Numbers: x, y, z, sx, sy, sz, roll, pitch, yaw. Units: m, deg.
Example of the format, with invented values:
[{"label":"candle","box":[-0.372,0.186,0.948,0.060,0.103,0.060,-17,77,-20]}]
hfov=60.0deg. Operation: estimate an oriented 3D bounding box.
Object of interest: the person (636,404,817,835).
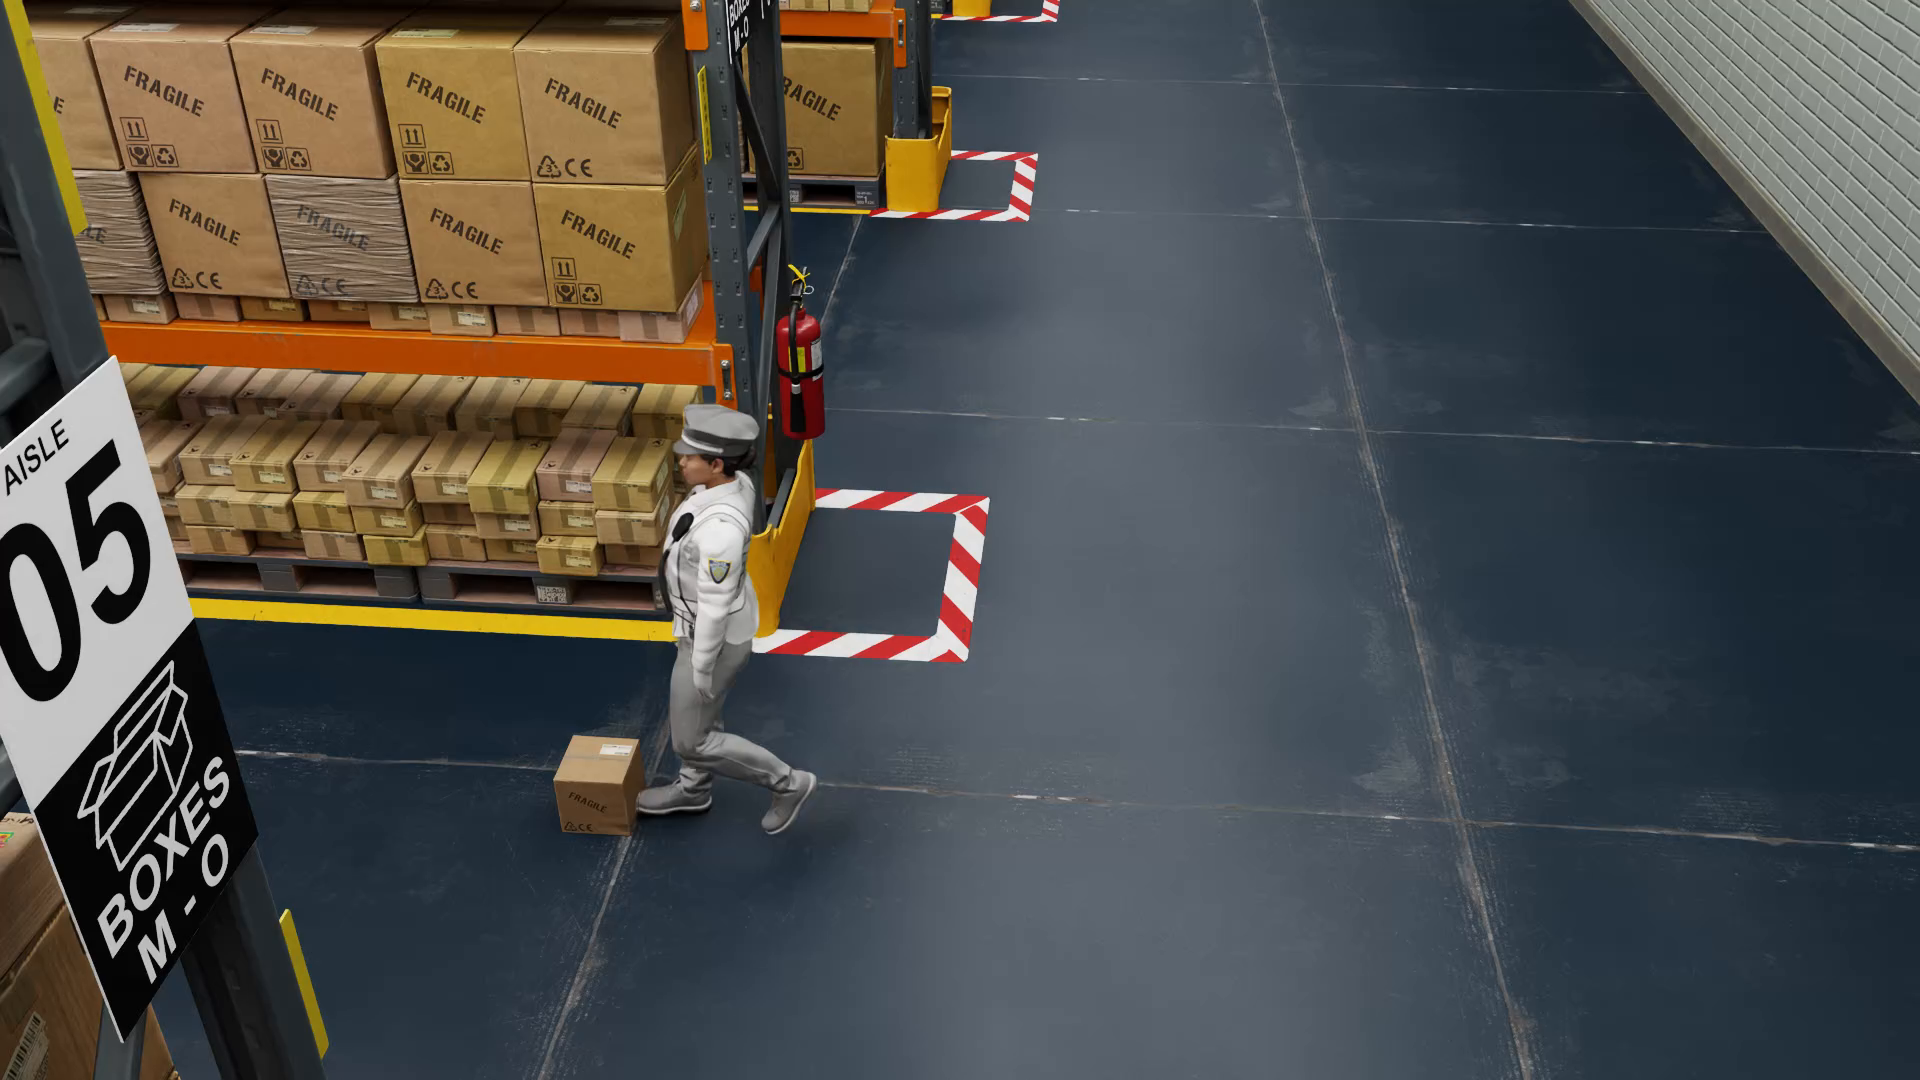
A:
[{"label":"person","box":[-0.861,0.307,5.613,0.665,1.666,0.503,-2,32,-3]}]
